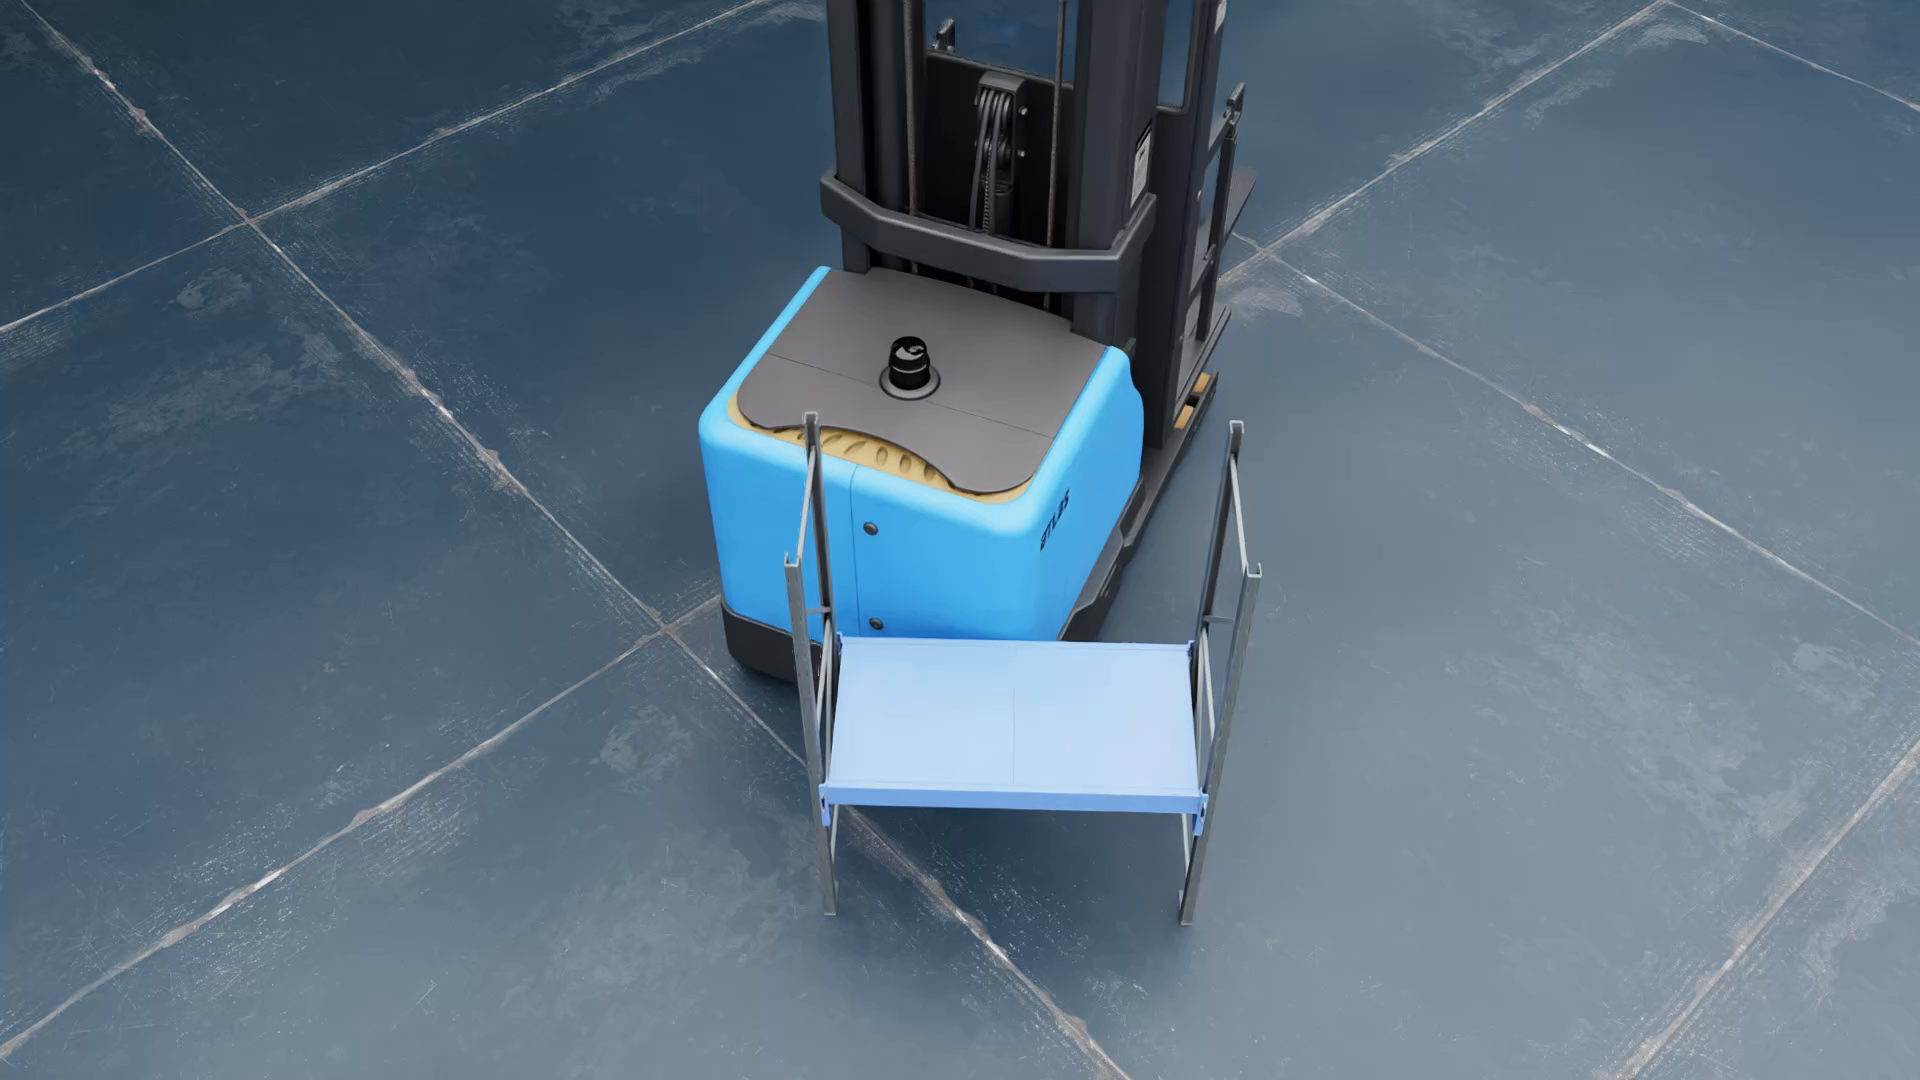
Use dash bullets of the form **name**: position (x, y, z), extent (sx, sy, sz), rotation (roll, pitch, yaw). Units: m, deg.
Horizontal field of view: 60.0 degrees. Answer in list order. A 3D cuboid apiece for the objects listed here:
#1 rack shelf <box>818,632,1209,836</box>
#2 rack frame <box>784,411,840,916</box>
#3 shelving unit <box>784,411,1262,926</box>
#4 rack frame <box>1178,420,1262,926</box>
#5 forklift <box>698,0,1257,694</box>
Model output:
- **rack shelf**: position (0.144, 0.517, 4.497), extent (1.000, 0.185, 0.538), rotation (1, 47, 1)
- **rack frame**: position (-0.364, 0.383, 4.376), extent (0.032, 1.500, 0.500), rotation (1, 47, 1)
- **shelving unit**: position (0.144, 0.395, 4.365), extent (1.048, 1.500, 0.538), rotation (1, 47, 1)
- **rack frame**: position (0.652, 0.406, 4.355), extent (0.032, 1.500, 0.500), rotation (1, 47, 1)
- **forklift**: position (0.306, -1.443, 5.087), extent (1.130, 2.935, 3.031), rotation (18, 50, 16)
